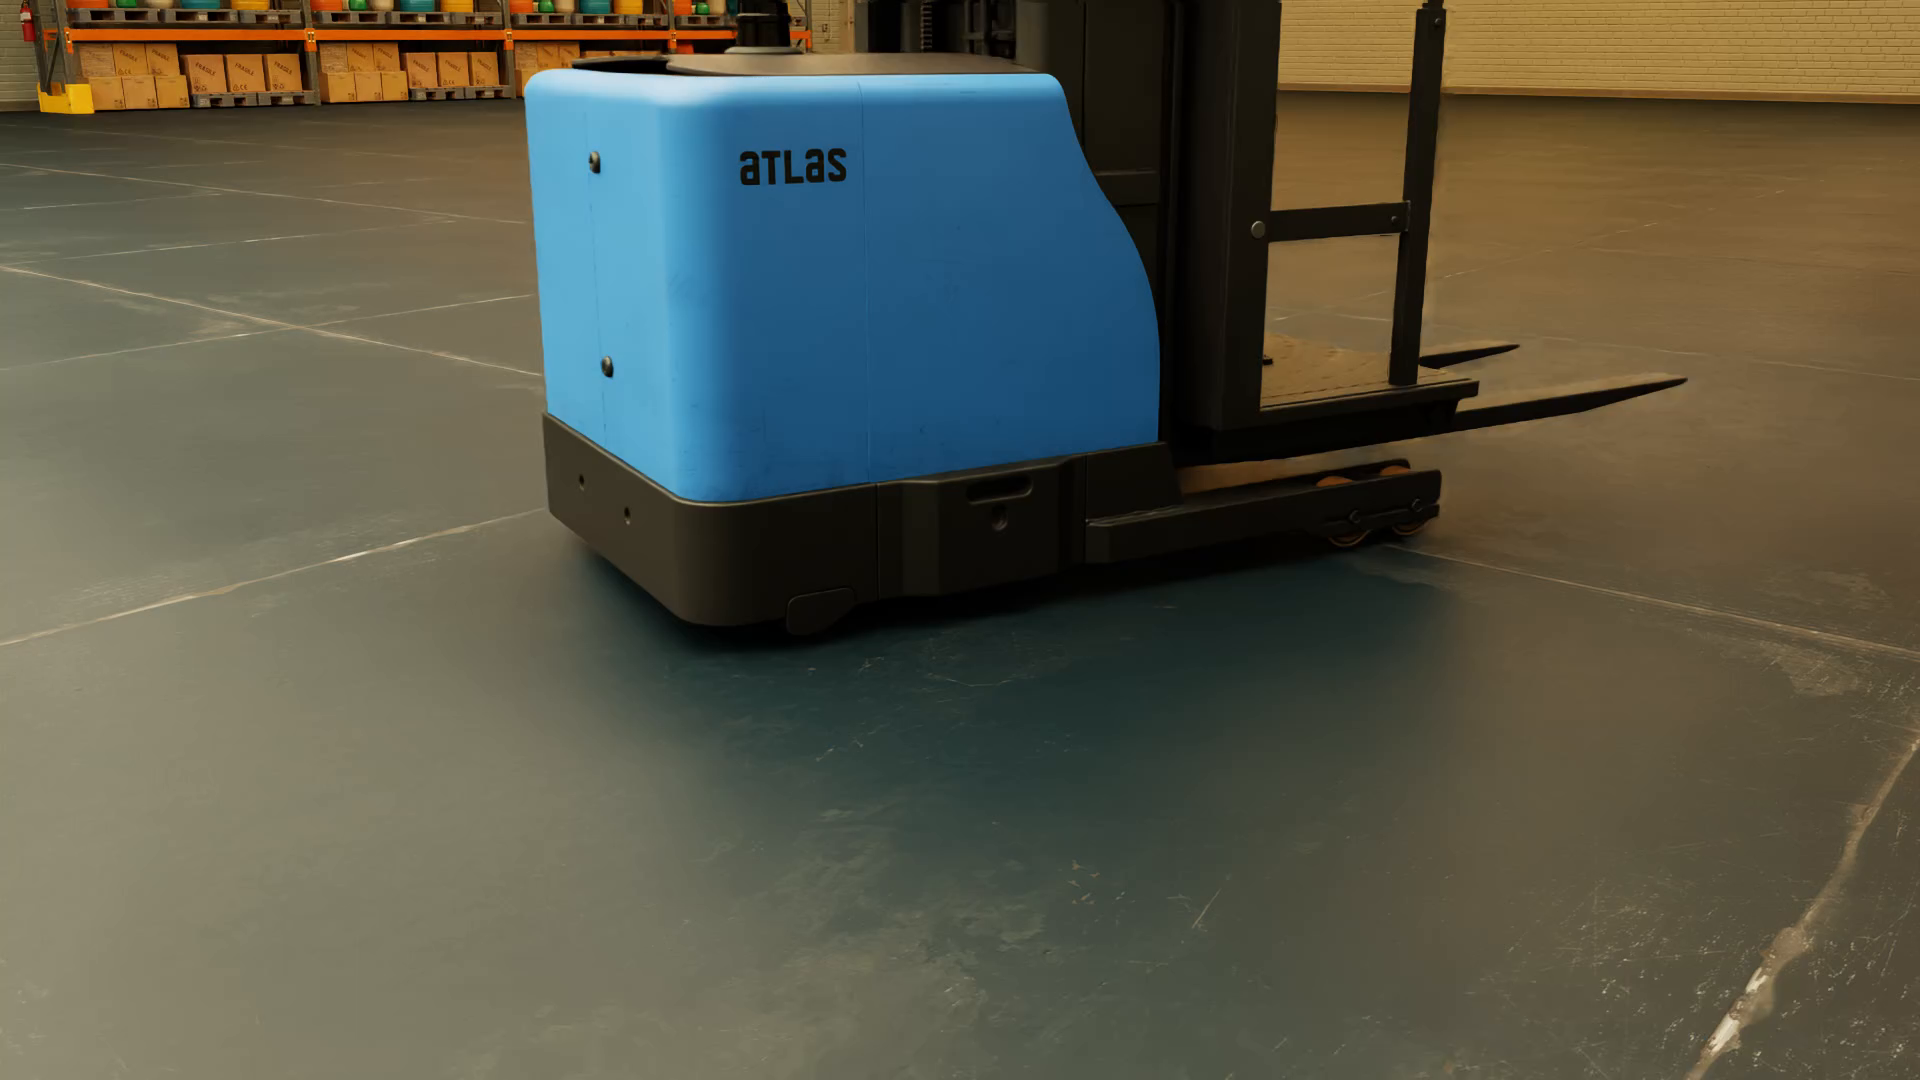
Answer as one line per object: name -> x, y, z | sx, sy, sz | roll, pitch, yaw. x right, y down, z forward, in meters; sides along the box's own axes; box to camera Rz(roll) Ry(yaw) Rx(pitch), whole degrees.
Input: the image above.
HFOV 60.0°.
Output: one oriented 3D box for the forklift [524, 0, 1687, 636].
forklift -> 0.563, -1.508, 3.864 | 3.031, 2.935, 1.130 | -9, 19, -28
